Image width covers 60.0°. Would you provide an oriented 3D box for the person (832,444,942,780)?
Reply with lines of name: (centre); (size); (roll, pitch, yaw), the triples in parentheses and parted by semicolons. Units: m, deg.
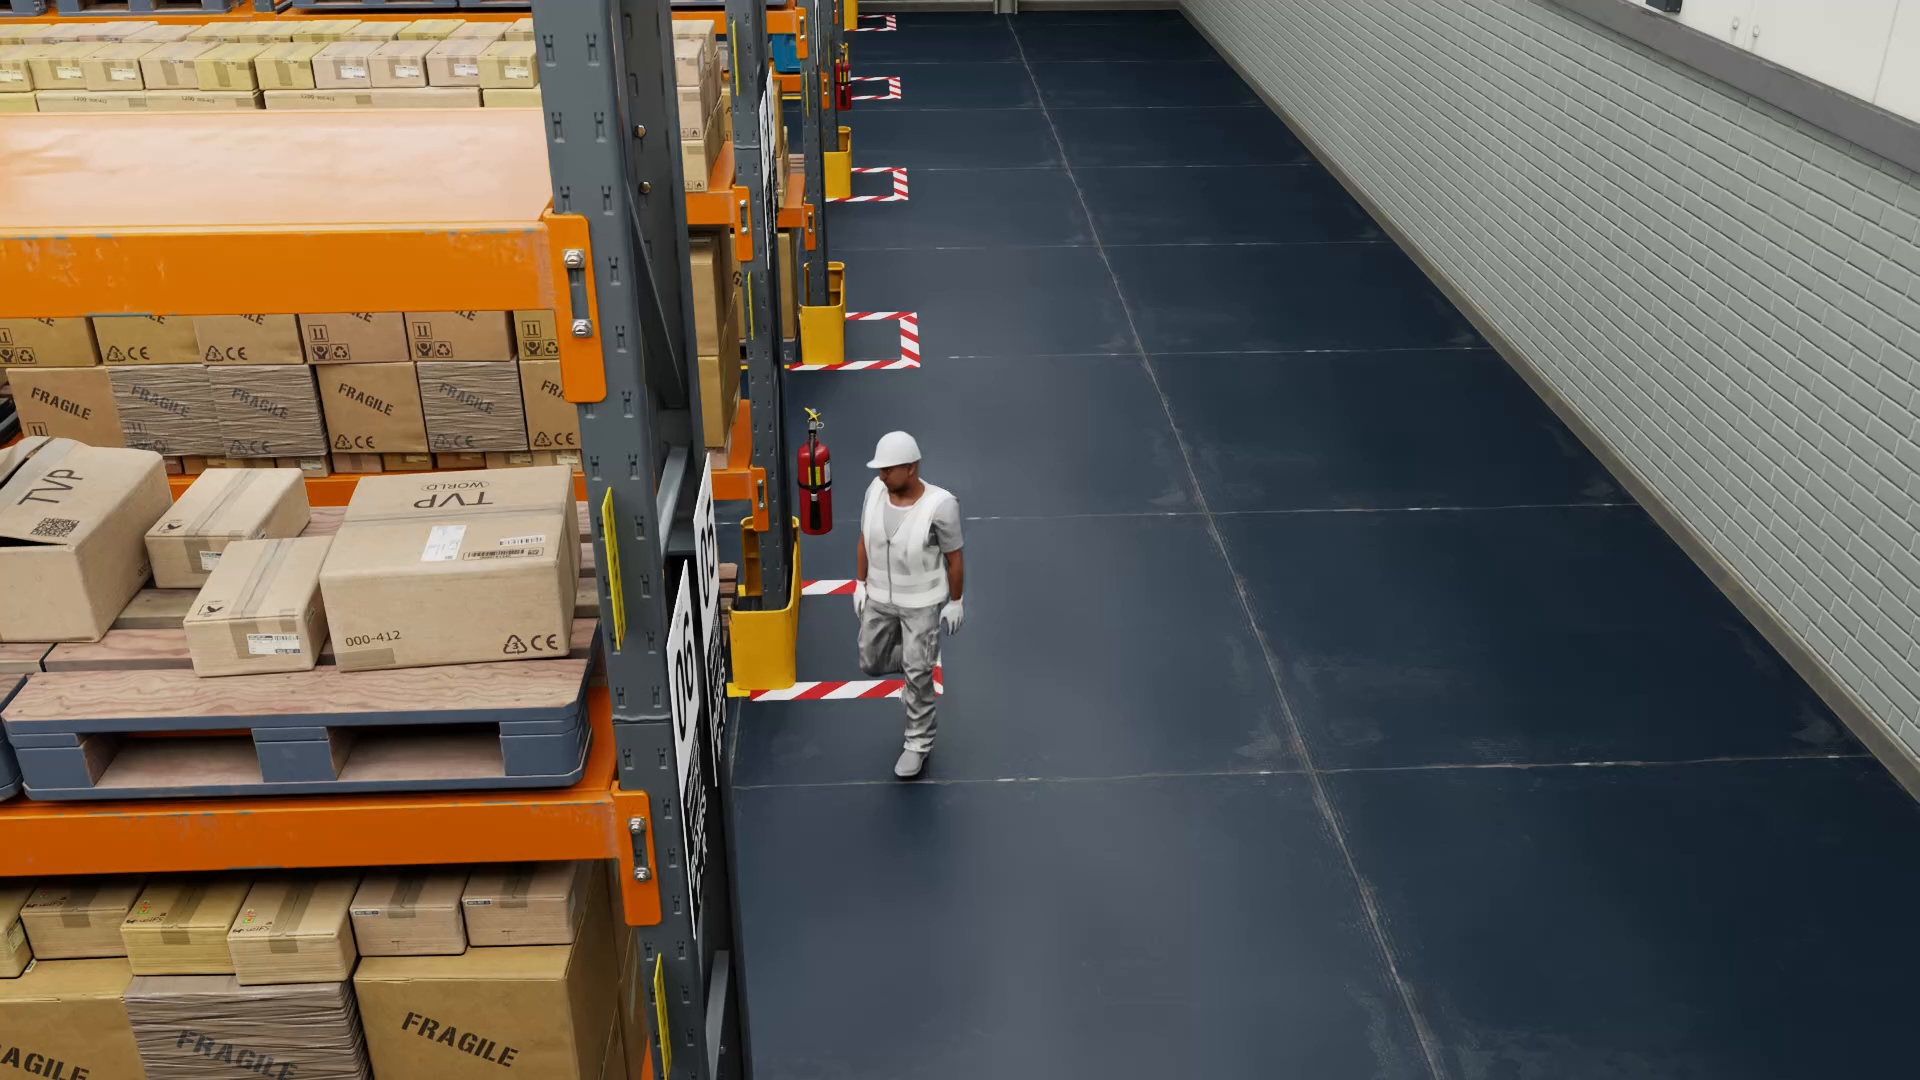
person: (-0.359, 0.365, 8.193); (0.624, 1.768, 0.450); (19, 33, 32)
